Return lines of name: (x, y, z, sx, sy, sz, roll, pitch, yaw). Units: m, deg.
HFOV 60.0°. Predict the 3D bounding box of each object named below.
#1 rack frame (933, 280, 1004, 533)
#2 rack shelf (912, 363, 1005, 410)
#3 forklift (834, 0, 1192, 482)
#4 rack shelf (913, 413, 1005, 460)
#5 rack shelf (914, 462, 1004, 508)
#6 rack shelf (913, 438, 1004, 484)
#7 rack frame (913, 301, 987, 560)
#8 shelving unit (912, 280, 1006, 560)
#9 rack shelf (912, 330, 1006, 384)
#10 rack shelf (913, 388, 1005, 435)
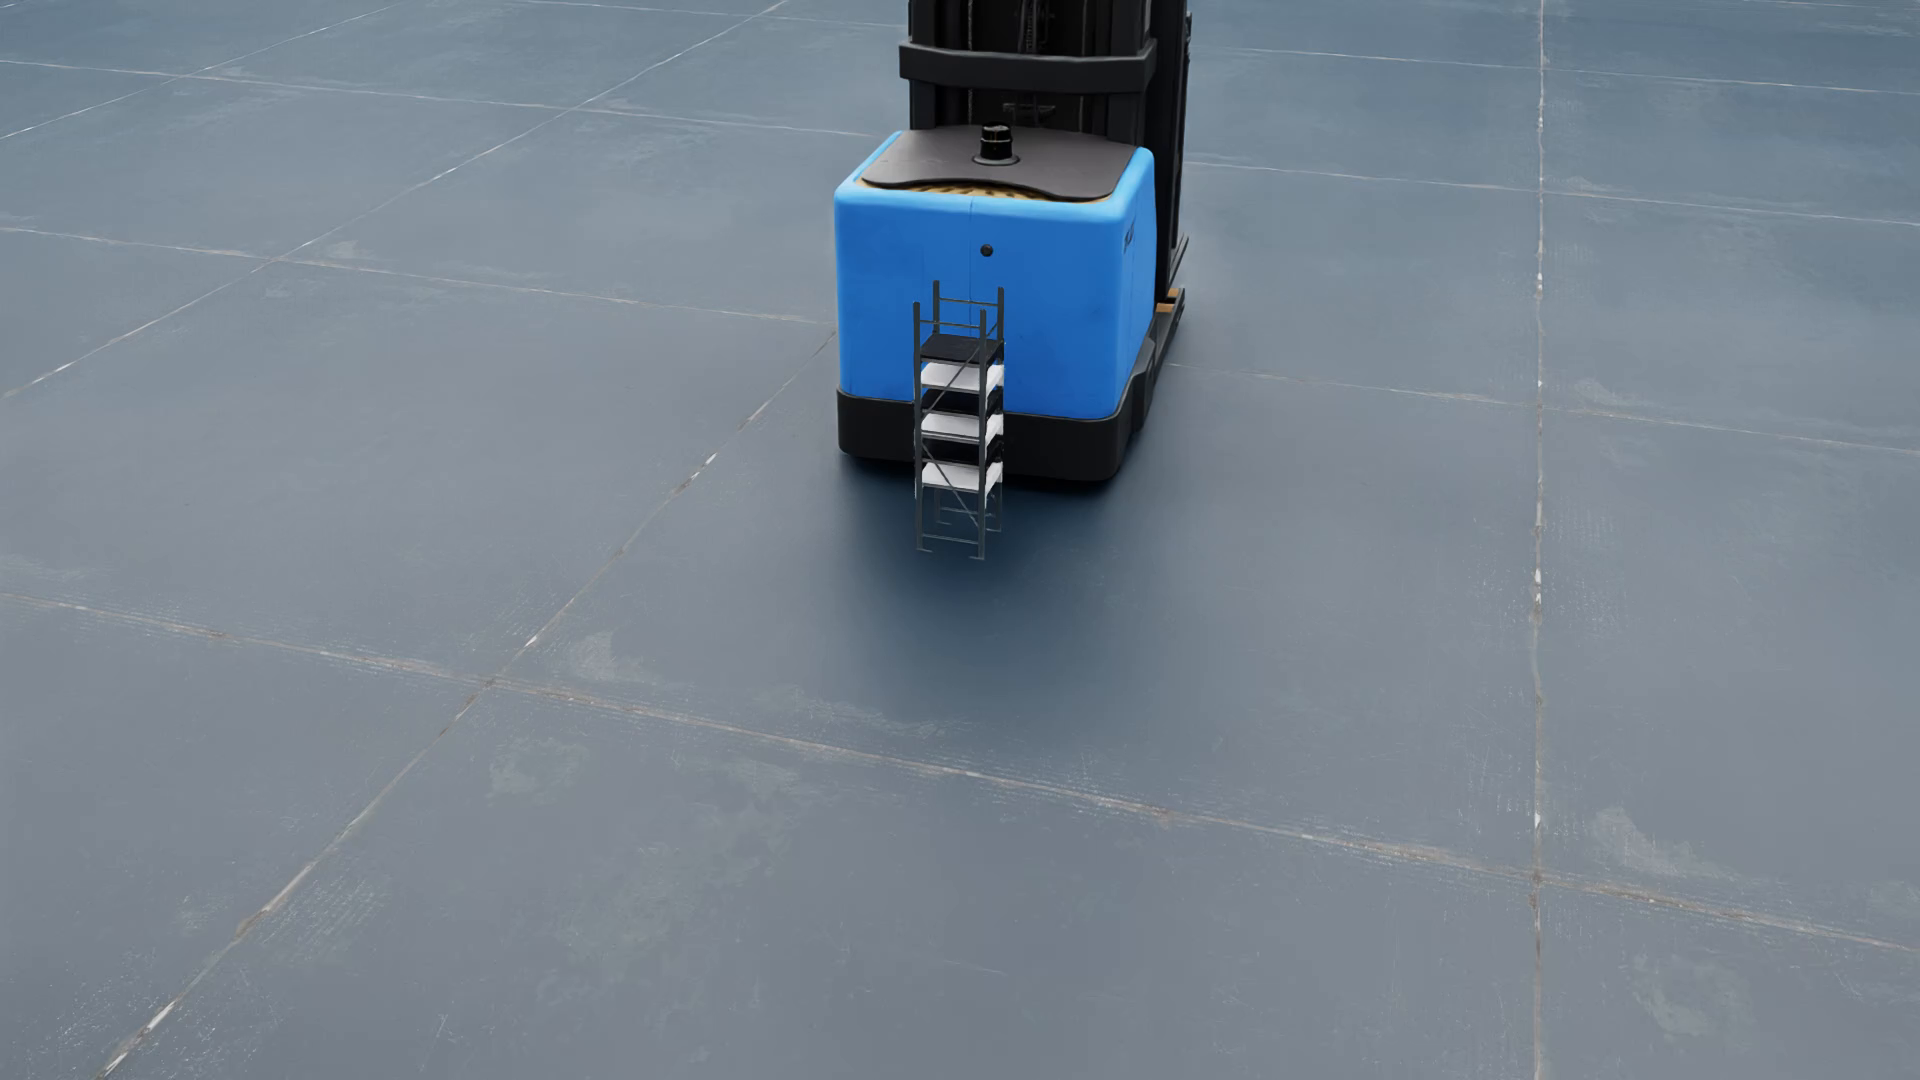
rack frame: (0.027, -0.437, 5.609, 0.240, 0.900, 0.006, 8, 30, 15)
rack shelf: (-0.002, -0.518, 5.453, 0.258, 0.077, 0.200, 8, 30, 15)
forklift: (0.394, -2.192, 6.675, 1.130, 2.935, 3.031, 7, 30, 12)
rack shelf: (-0.002, -0.360, 5.541, 0.258, 0.077, 0.200, 8, 30, 15)
rack shelf: (-0.002, -0.203, 5.628, 0.258, 0.077, 0.200, 8, 30, 15)
rack shelf: (-0.002, -0.282, 5.584, 0.258, 0.077, 0.200, 8, 30, 15)
rack frame: (-0.032, -0.342, 5.440, 0.240, 0.900, 0.006, 8, 30, 15)
shelving unit: (-0.002, -0.389, 5.524, 0.258, 0.900, 0.210, 8, 30, 15)
rack shelf: (-0.002, -0.596, 5.409, 0.258, 0.077, 0.200, 8, 30, 15)
rack shelf: (-0.002, -0.439, 5.497, 0.258, 0.077, 0.200, 8, 30, 15)
